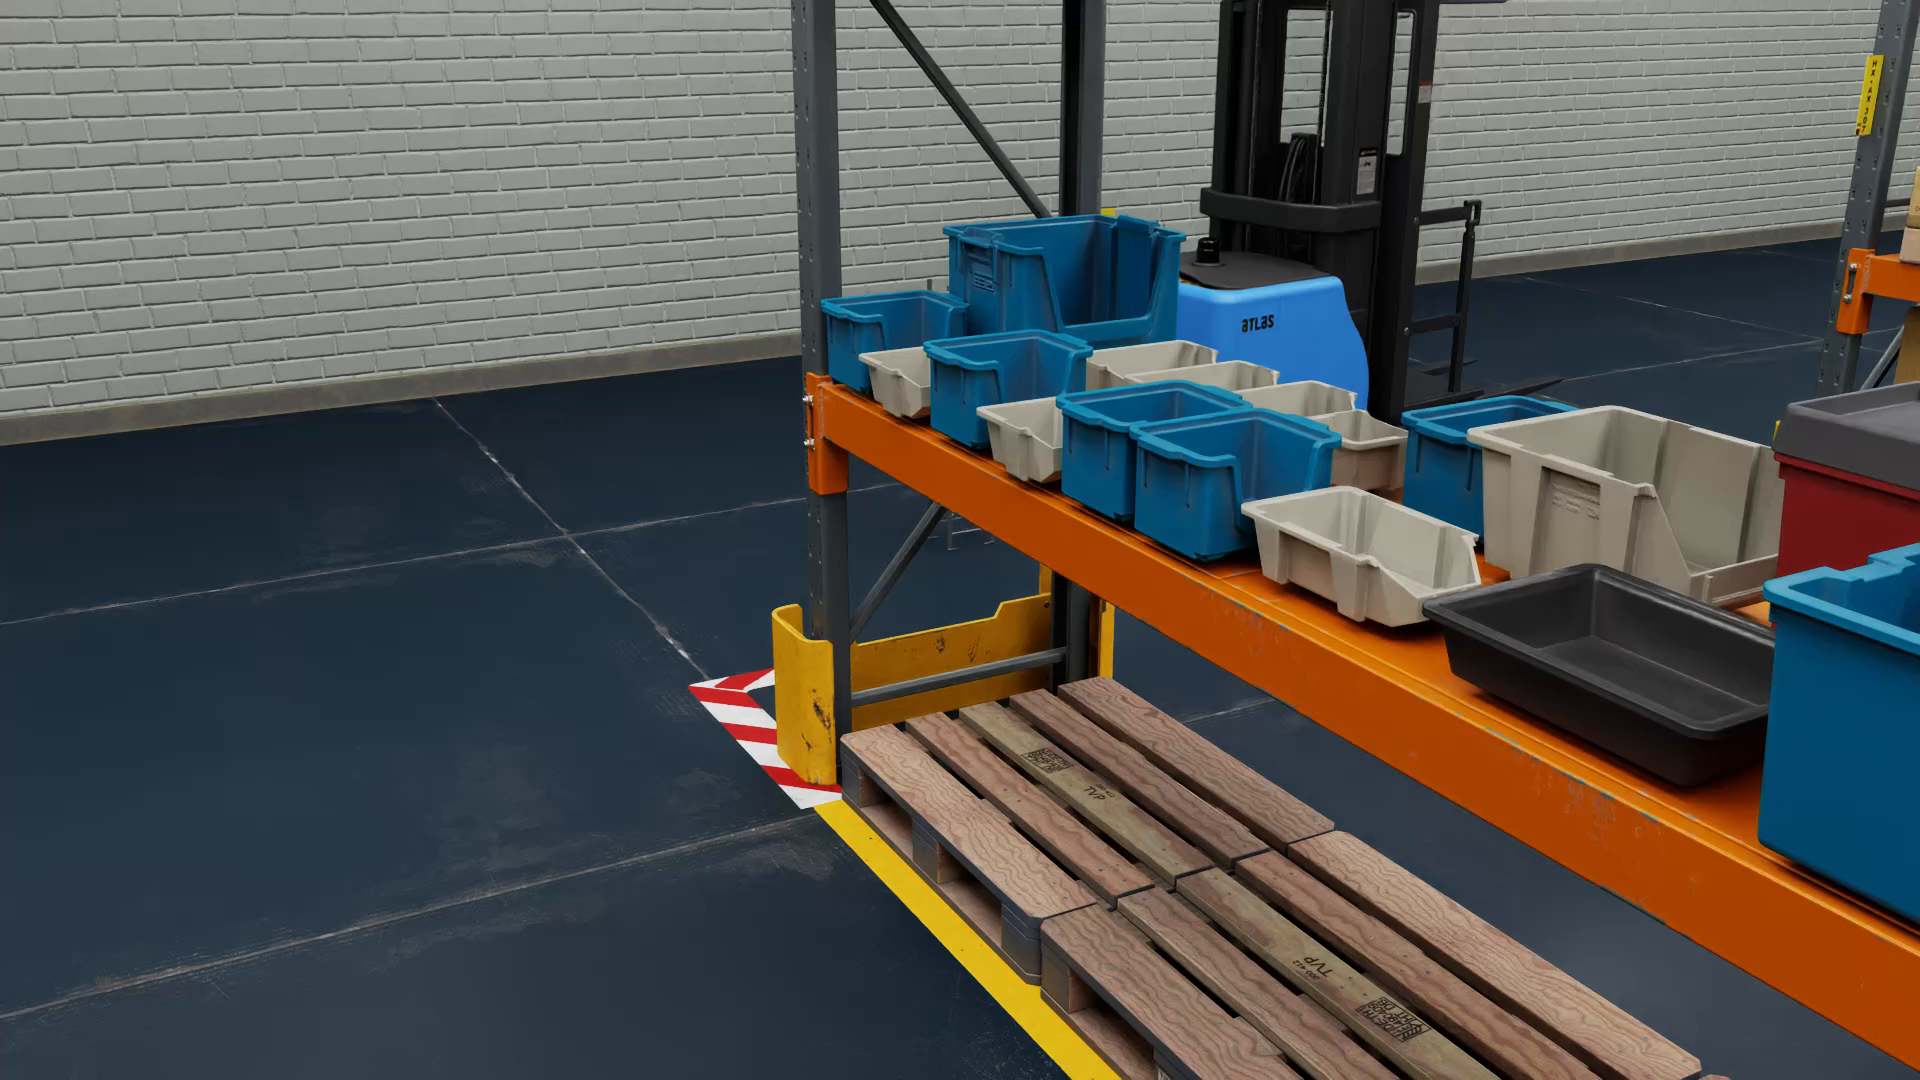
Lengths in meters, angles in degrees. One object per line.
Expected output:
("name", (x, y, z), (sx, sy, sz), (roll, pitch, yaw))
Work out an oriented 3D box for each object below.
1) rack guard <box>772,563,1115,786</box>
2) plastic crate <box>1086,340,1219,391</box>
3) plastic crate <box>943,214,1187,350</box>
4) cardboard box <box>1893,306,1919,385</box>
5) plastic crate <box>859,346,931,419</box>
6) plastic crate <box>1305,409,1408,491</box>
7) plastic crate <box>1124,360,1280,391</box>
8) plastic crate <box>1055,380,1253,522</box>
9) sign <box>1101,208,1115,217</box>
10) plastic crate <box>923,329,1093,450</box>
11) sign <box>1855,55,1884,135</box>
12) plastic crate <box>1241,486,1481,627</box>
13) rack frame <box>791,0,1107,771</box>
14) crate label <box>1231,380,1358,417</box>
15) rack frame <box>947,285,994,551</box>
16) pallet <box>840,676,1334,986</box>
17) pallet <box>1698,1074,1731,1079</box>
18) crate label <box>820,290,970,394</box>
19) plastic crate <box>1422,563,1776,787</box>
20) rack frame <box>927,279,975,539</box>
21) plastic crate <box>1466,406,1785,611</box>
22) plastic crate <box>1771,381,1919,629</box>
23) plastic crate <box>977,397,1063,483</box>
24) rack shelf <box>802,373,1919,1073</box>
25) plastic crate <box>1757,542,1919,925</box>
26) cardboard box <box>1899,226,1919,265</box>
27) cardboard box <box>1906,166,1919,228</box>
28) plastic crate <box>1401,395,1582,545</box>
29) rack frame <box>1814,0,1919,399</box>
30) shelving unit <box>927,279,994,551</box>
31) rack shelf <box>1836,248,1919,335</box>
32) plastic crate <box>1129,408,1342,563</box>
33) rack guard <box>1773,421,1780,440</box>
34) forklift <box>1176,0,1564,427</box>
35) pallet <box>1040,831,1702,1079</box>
("rack guard", (-0.040, 0.423, 5.640), (1.175, 0.500, 0.348), (-10, 21, -27))
("plastic crate", (0.530, -0.452, 4.654), (0.396, 0.136, 0.243), (-10, 21, -27))
("plastic crate", (0.307, -0.732, 5.008), (0.616, 0.435, 0.499), (-10, 21, -27))
("cardboard box", (4.716, -0.544, 7.223), (0.875, 0.875, 0.875), (-10, 21, -27))
("plastic crate", (-0.110, -0.431, 4.594), (0.250, 0.136, 0.298), (-10, 21, -27))
("plastic crate", (0.965, -0.208, 3.948), (0.298, 0.136, 0.250), (-10, 21, -27))
("plastic crate", (0.655, -0.366, 4.407), (0.396, 0.136, 0.243), (-10, 21, -27))
("plastic crate", (0.436, -0.203, 3.787), (0.416, 0.233, 0.300), (-10, 21, -27))
("sign", (0.460, -0.921, 5.452), (0.100, 0.325, 0.005), (-10, 21, -27))
("plastic crate", (0.123, -0.392, 4.335), (0.416, 0.233, 0.300), (-10, 21, -27))
("sign", (3.851, -1.884, 7.043), (0.100, 0.325, 0.005), (-10, 21, -27))
("plastic crate", (0.791, 0.037, 3.237), (0.293, 0.136, 0.466), (-10, 21, -27))
("rack frame", (-0.017, -0.754, 5.218), (1.000, 3.000, 0.127), (-10, 21, -27))
("crate label", (0.808, -0.290, 4.186), (0.396, 0.136, 0.243), (-10, 21, -27))
("rack frame", (0.050, -0.537, 7.348), (0.240, 1.200, 0.006), (-10, 21, -27))
("pallet", (0.341, 0.807, 4.970), (1.003, 0.211, 1.213), (-10, 21, -27))
("pallet", (1.499, 1.507, 2.940), (1.003, 0.211, 1.213), (-10, 21, -27))
("crate label", (-0.189, -0.581, 4.883), (0.416, 0.233, 0.303), (-10, 21, -27))
("plastic crate", (1.115, 0.216, 2.736), (0.437, 0.125, 0.590), (-10, 21, -27))
("rack frame", (-0.037, -0.589, 7.500), (0.240, 1.200, 0.006), (-10, 21, -27))
("plastic crate", (1.320, -0.045, 3.253), (0.437, 0.282, 0.530), (-10, 21, -27))
("plastic crate", (1.679, 0.040, 2.726), (0.402, 0.464, 0.583), (-10, 21, -27))
("plastic crate", (0.212, -0.236, 4.030), (0.250, 0.136, 0.298), (-10, 21, -27))
("rack shelf", (0.933, 0.160, 3.672), (1.077, 0.370, 4.000), (-10, 21, -27))
("plastic crate", (1.361, 0.292, 2.119), (0.392, 0.384, 0.575), (-10, 21, -27))
("cardboard box", (4.220, -1.250, 7.039), (0.380, 0.149, 0.250), (-10, 21, -26))
("cardboard box", (4.332, -1.411, 6.897), (0.500, 0.250, 0.500), (-11, 22, -28))
("plastic crate", (1.184, -0.153, 3.642), (0.416, 0.233, 0.300), (-10, 21, -27))
("rack frame", (4.342, -1.521, 7.442), (1.000, 3.000, 0.127), (-10, 21, -27))
("shelving unit", (0.007, -0.563, 7.424), (0.258, 1.200, 0.189), (-10, 21, -27))
("rack shelf", (5.292, -0.607, 5.895), (1.077, 0.370, 4.000), (-10, 21, -27))
("plastic crate", (0.578, -0.117, 3.538), (0.416, 0.233, 0.300), (-10, 21, -27))
("rack guard", (4.331, -0.347, 7.869), (1.175, 0.500, 0.348), (-10, 21, -27))
("forklift", (2.108, -1.908, 8.667), (3.031, 2.935, 1.130), (-14, 23, -34))
("pallet", (0.916, 1.157, 3.956), (1.003, 0.211, 1.213), (-10, 21, -27))
